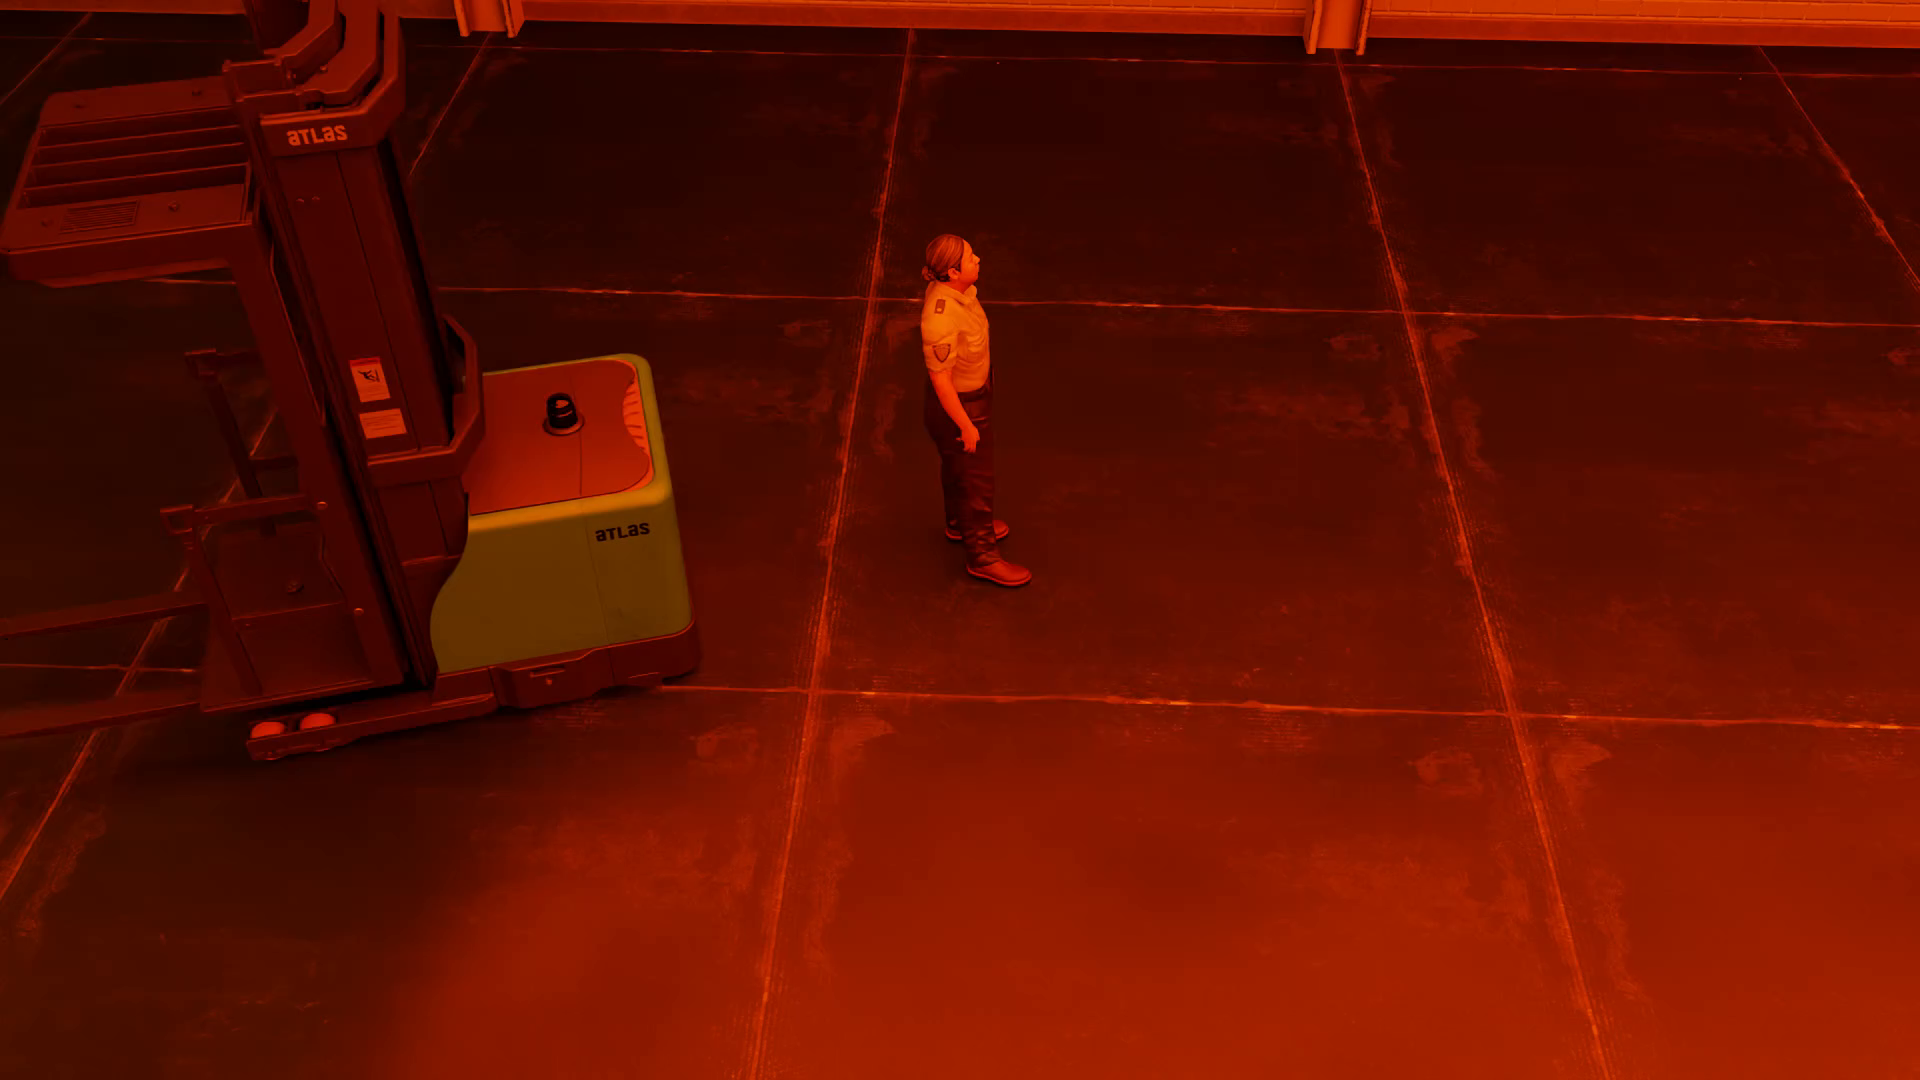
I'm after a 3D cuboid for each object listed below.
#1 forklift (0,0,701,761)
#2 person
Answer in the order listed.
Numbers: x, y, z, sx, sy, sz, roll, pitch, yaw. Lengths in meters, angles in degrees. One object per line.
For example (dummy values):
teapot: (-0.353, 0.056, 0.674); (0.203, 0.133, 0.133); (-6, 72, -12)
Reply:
forklift: (-2.704, -0.563, 6.359); (3.031, 2.935, 1.130); (-9, 43, -10)
person: (0.088, -0.596, 7.336); (0.503, 1.650, 0.599); (2, 42, 2)
